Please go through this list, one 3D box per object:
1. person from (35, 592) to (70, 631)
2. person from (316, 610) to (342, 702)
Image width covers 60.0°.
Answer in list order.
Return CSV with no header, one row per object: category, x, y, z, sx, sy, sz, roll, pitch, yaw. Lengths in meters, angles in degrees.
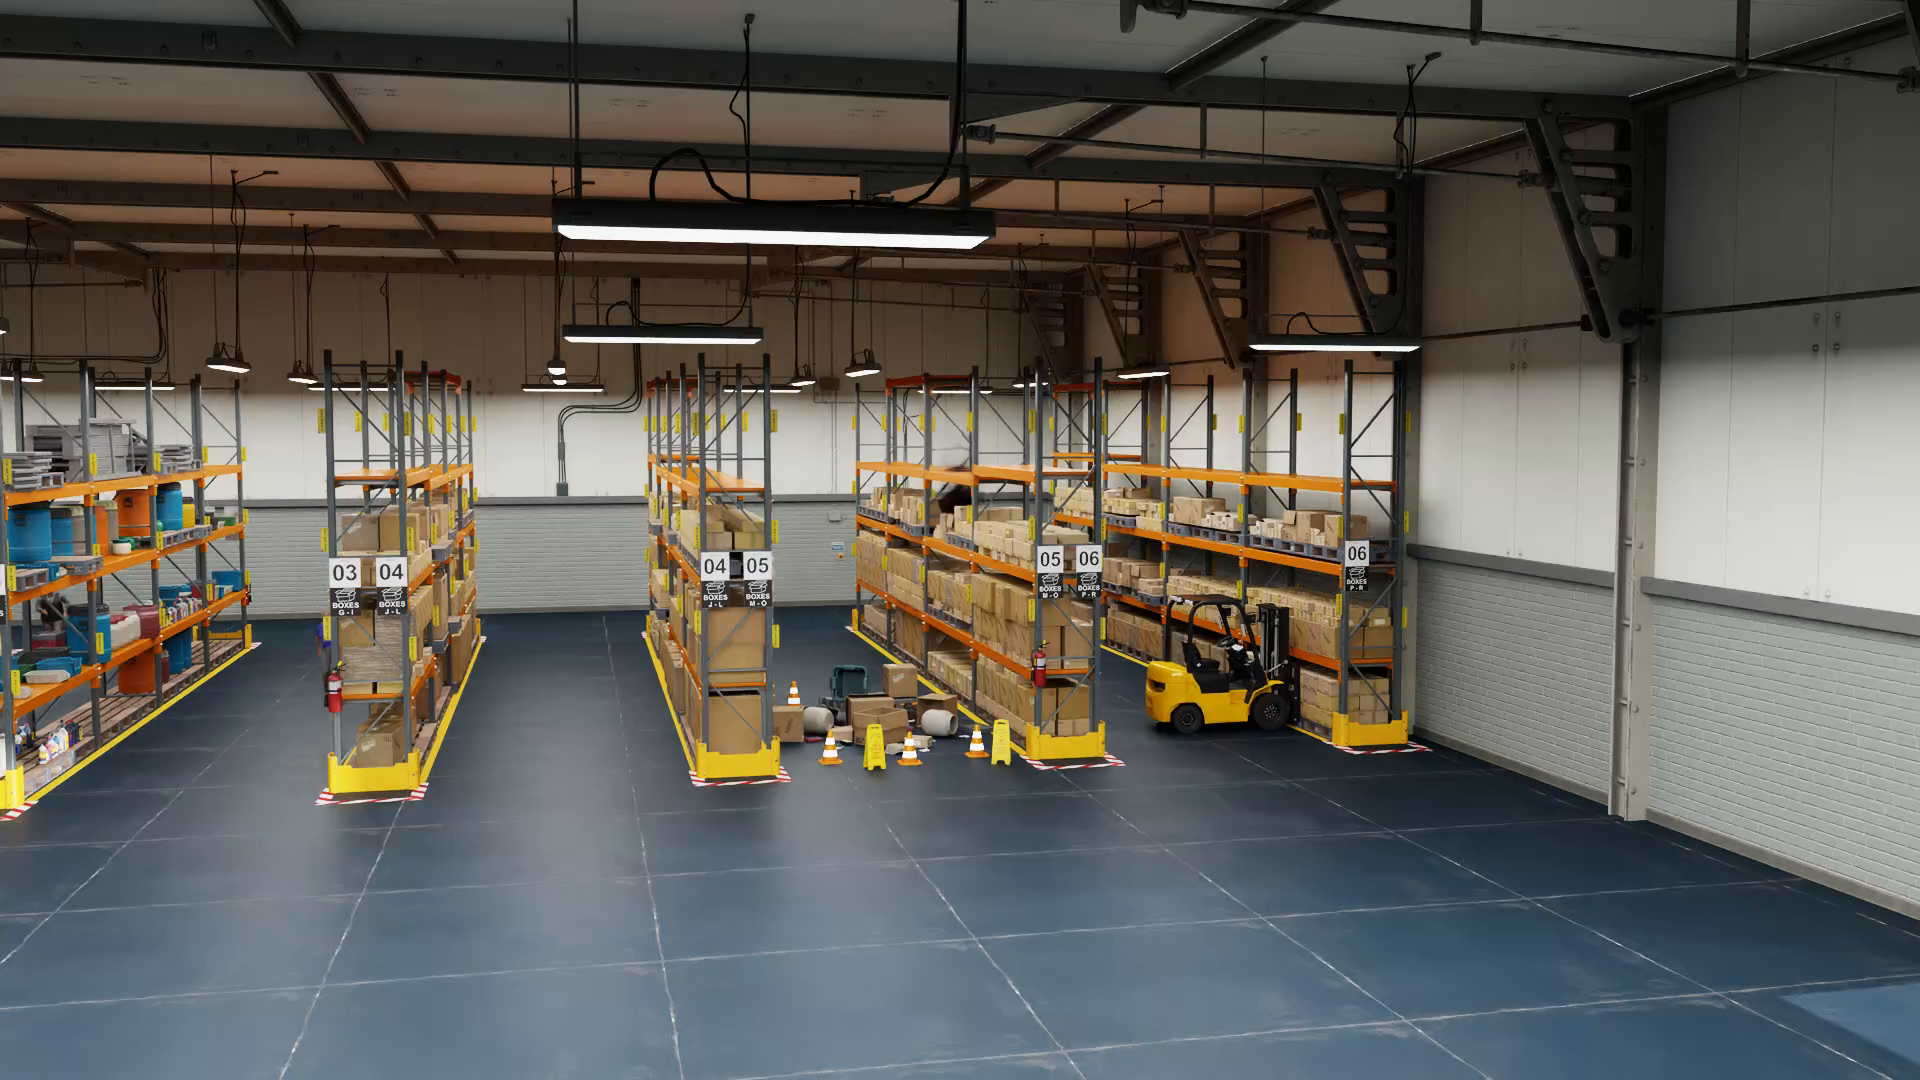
person,-19.068,1.732,34.935,0.626,1.734,0.687,-1,4,-18
person,-11.380,2.101,30.170,0.583,1.695,0.726,0,4,-5
